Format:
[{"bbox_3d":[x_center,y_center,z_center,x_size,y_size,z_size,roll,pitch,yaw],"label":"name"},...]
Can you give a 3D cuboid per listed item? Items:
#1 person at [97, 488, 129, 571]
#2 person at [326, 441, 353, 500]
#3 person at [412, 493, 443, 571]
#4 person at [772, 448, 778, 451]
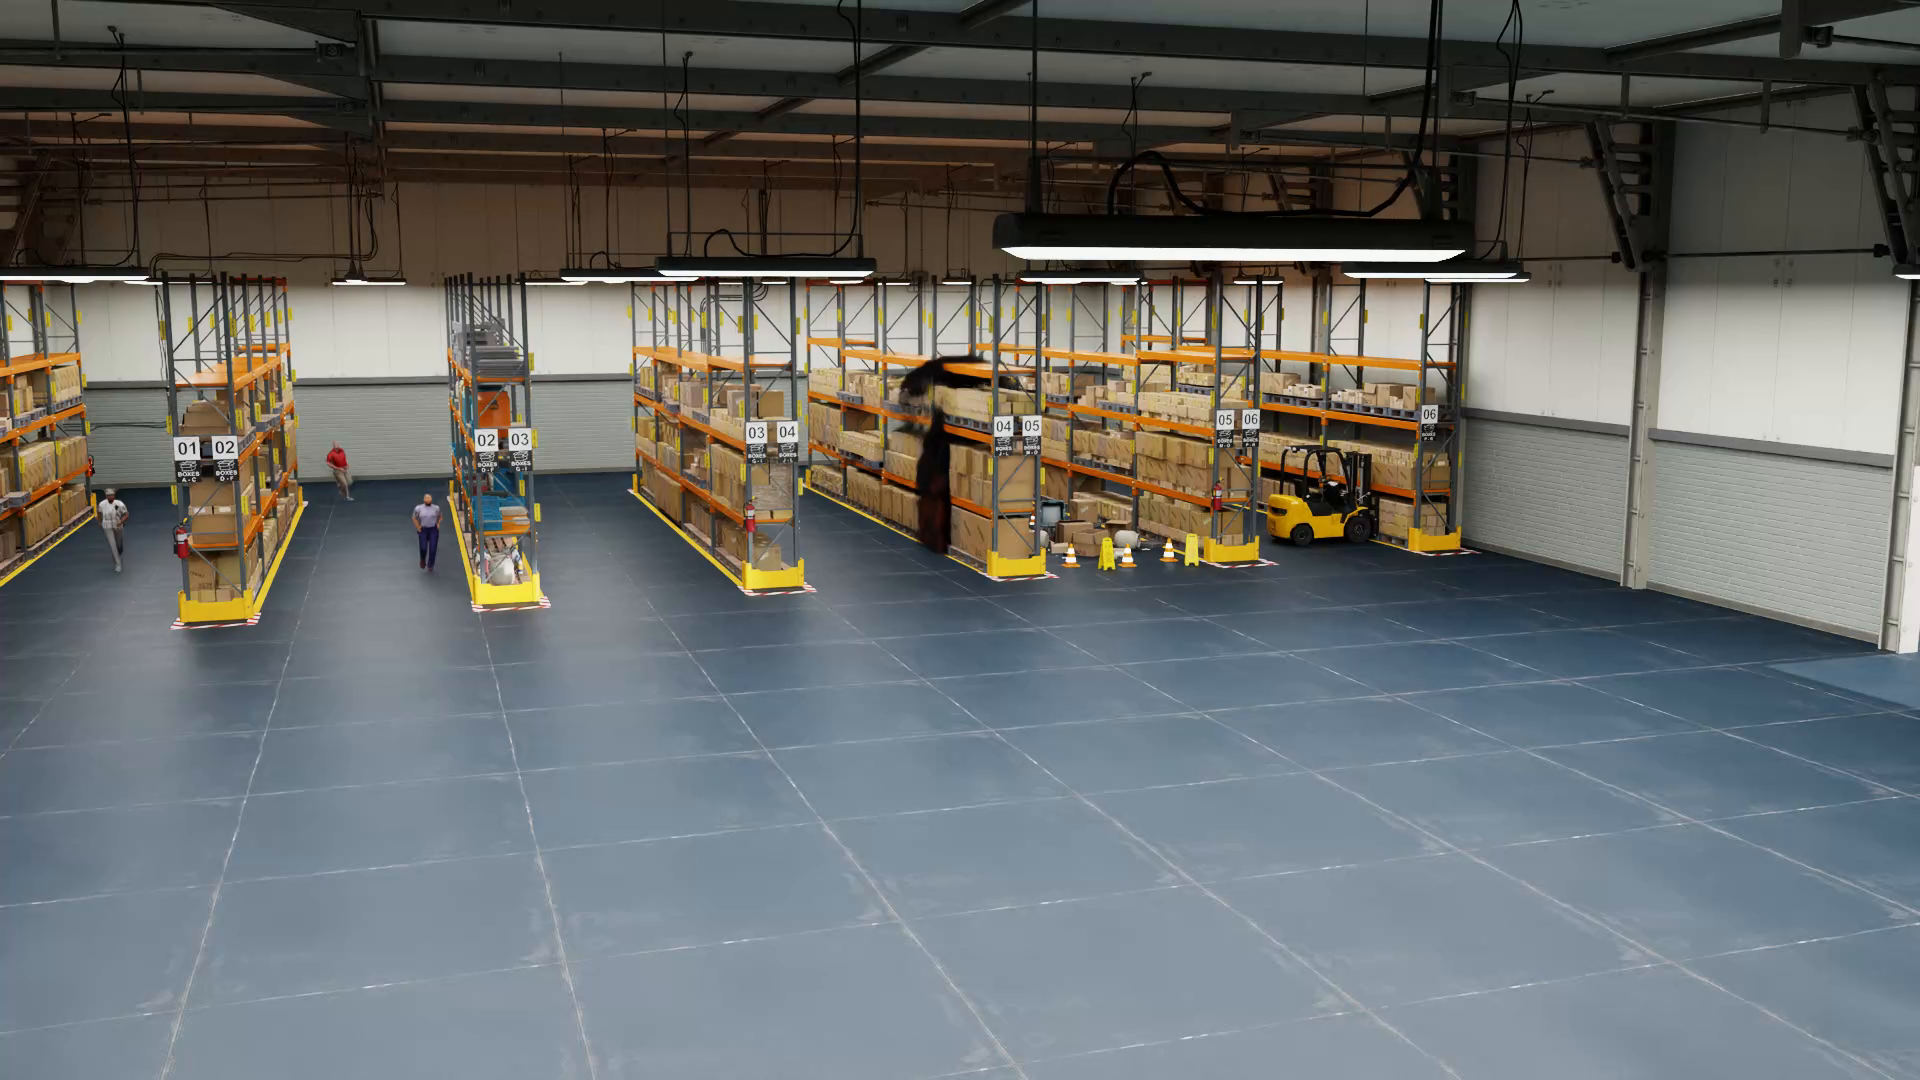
[{"bbox_3d":[-17.429,-0.245,34.219,0.576,1.689,0.915,-4,9,-23],"label":"person"},{"bbox_3d":[-16.861,-1.876,45.093,0.591,1.641,0.737,4,10,27],"label":"person"},{"bbox_3d":[-10.791,-0.154,33.775,0.581,1.602,0.536,-4,9,-24],"label":"person"},{"bbox_3d":[-4.910,-2.027,45.717,0.661,1.773,0.798,-2,9,-13],"label":"person"}]
